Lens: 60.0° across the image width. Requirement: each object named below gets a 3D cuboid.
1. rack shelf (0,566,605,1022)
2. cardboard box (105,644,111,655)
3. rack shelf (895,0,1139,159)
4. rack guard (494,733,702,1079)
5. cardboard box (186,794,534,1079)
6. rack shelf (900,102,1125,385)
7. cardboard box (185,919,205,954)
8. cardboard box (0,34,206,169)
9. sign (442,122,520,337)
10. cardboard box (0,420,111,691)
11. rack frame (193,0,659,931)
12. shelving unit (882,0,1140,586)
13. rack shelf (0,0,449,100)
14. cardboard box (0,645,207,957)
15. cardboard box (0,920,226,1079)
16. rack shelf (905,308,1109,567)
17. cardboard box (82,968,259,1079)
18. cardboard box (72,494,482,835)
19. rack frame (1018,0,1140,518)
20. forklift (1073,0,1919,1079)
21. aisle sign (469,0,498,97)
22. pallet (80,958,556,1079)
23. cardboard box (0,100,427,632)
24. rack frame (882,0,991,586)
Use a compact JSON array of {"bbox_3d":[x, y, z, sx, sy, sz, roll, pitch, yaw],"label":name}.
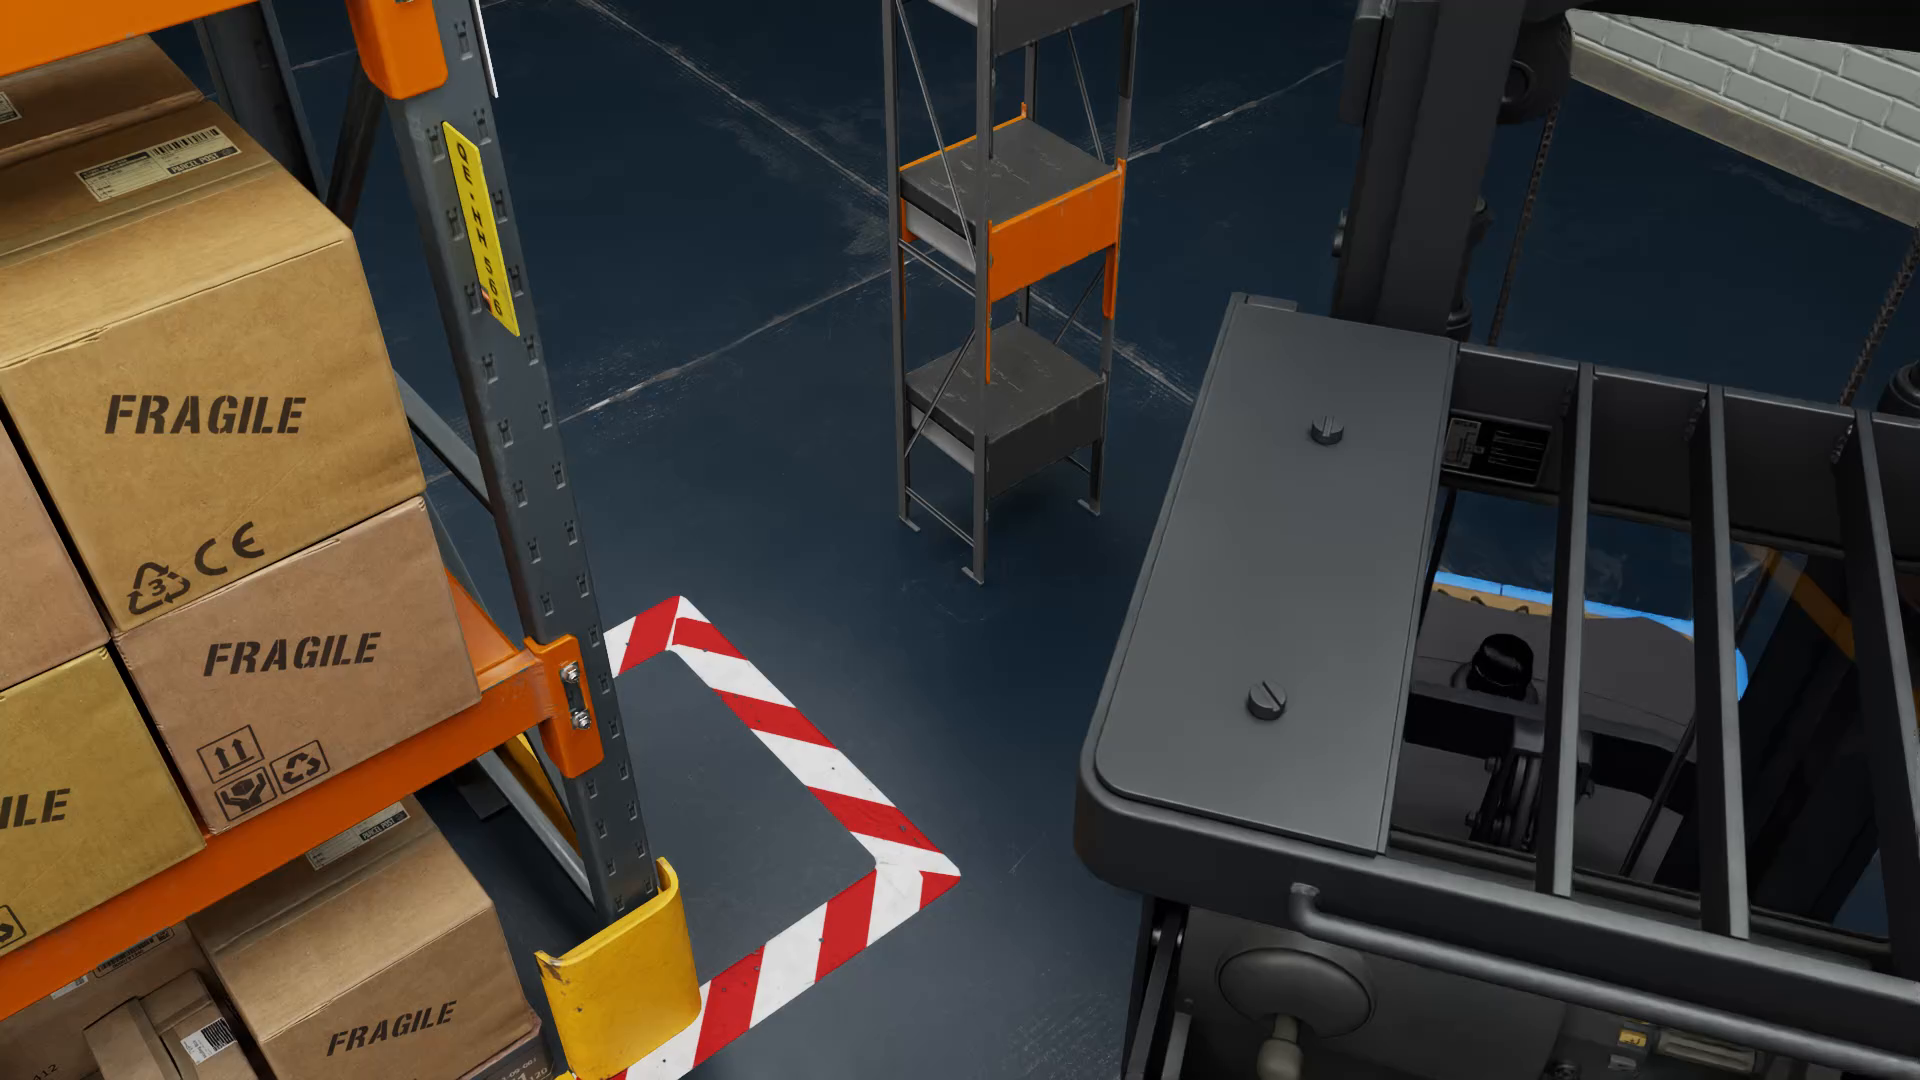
[{"bbox_3d":[-2.584,0.922,2.603,4.000,0.370,1.077,-30,51,-28],"label":"rack shelf"},{"bbox_3d":[-1.559,-0.199,3.197,0.500,0.500,0.500,-29,50,-27],"label":"cardboard box"},{"bbox_3d":[0.127,-1.338,4.139,0.480,0.518,0.431,-30,51,-28],"label":"rack shelf"},{"bbox_3d":[-1.108,0.726,4.112,0.348,0.500,1.175,-30,51,-28],"label":"rack guard"},{"bbox_3d":[-1.308,0.900,3.605,0.500,0.500,0.500,-30,51,-28],"label":"cardboard box"},{"bbox_3d":[0.127,-0.828,4.618,0.480,0.518,0.431,-30,51,-28],"label":"rack shelf"},{"bbox_3d":[-1.783,0.767,3.990,0.250,0.166,0.380,-30,51,-28],"label":"cardboard box"},{"bbox_3d":[-1.559,-0.563,2.855,0.500,0.500,0.500,-28,50,-27],"label":"cardboard box"},{"bbox_3d":[-0.709,-0.456,2.467,0.005,0.325,0.100,-30,51,-28],"label":"sign"},{"bbox_3d":[-1.601,-0.057,2.316,0.500,0.500,0.500,-28,50,-27],"label":"cardboard box"},{"bbox_3d":[-1.049,-0.219,3.292,0.127,3.000,1.000,-30,51,-28],"label":"rack frame"},{"bbox_3d":[0.127,-0.838,4.609,0.503,2.100,0.431,-30,51,-28],"label":"shelving unit"},{"bbox_3d":[-2.584,-0.171,1.576,4.000,0.370,1.077,-30,51,-28],"label":"rack shelf"},{"bbox_3d":[-1.614,0.314,2.651,0.500,0.500,0.500,-29,51,-28],"label":"cardboard box"},{"bbox_3d":[-2.032,0.933,3.753,0.500,0.250,0.500,-30,51,-28],"label":"cardboard box"},{"bbox_3d":[0.127,-0.318,5.097,0.480,0.518,0.431,-30,51,-28],"label":"rack shelf"},{"bbox_3d":[-1.677,1.153,3.580,0.250,0.166,0.380,-30,51,-28],"label":"cardboard box"},{"bbox_3d":[-1.218,0.085,2.896,0.500,0.500,0.500,-28,50,-27],"label":"cardboard box"},{"bbox_3d":[0.314,-0.945,4.723,0.015,2.100,0.400,-30,51,-28],"label":"rack frame"},{"bbox_3d":[0.742,0.768,2.291,1.130,2.935,3.031,12,44,12],"label":"forklift"},{"bbox_3d":[-0.801,-1.035,2.262,0.004,0.787,0.394,-30,51,-28],"label":"aisle sign"},{"bbox_3d":[-1.719,1.182,3.837,1.213,0.211,1.003,-30,51,-28],"label":"pallet"},{"bbox_3d":[-1.214,-0.280,2.553,0.500,0.500,0.500,-30,51,-28],"label":"cardboard box"},{"bbox_3d":[-0.060,-0.731,4.494,0.015,2.100,0.400,-30,51,-28],"label":"rack frame"}]
